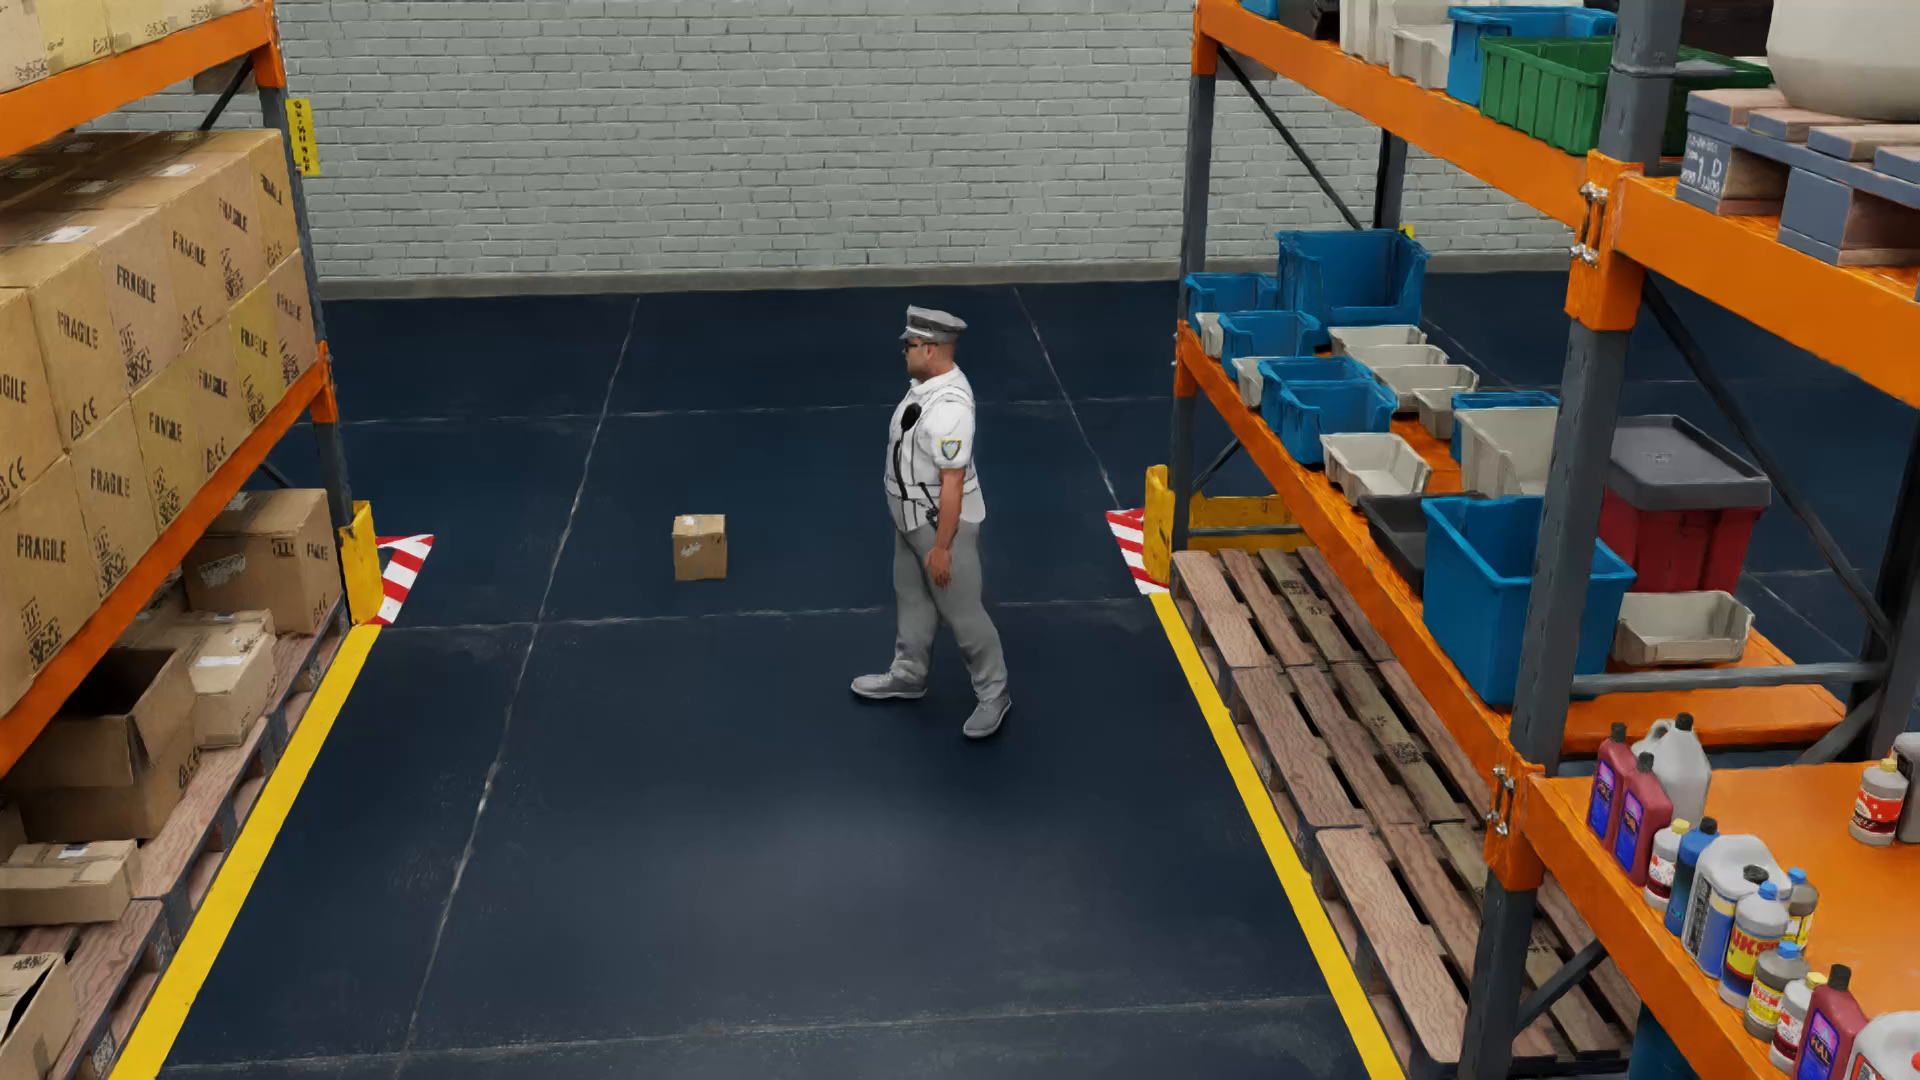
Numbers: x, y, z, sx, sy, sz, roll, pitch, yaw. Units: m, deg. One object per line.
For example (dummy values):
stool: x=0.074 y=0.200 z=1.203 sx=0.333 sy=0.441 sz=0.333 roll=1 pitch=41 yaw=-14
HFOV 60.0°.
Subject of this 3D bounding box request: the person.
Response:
person: x=-0.131 y=-0.102 z=6.808 sx=0.640 sy=1.738 sz=0.762 roll=-5 pitch=24 yaw=-12
